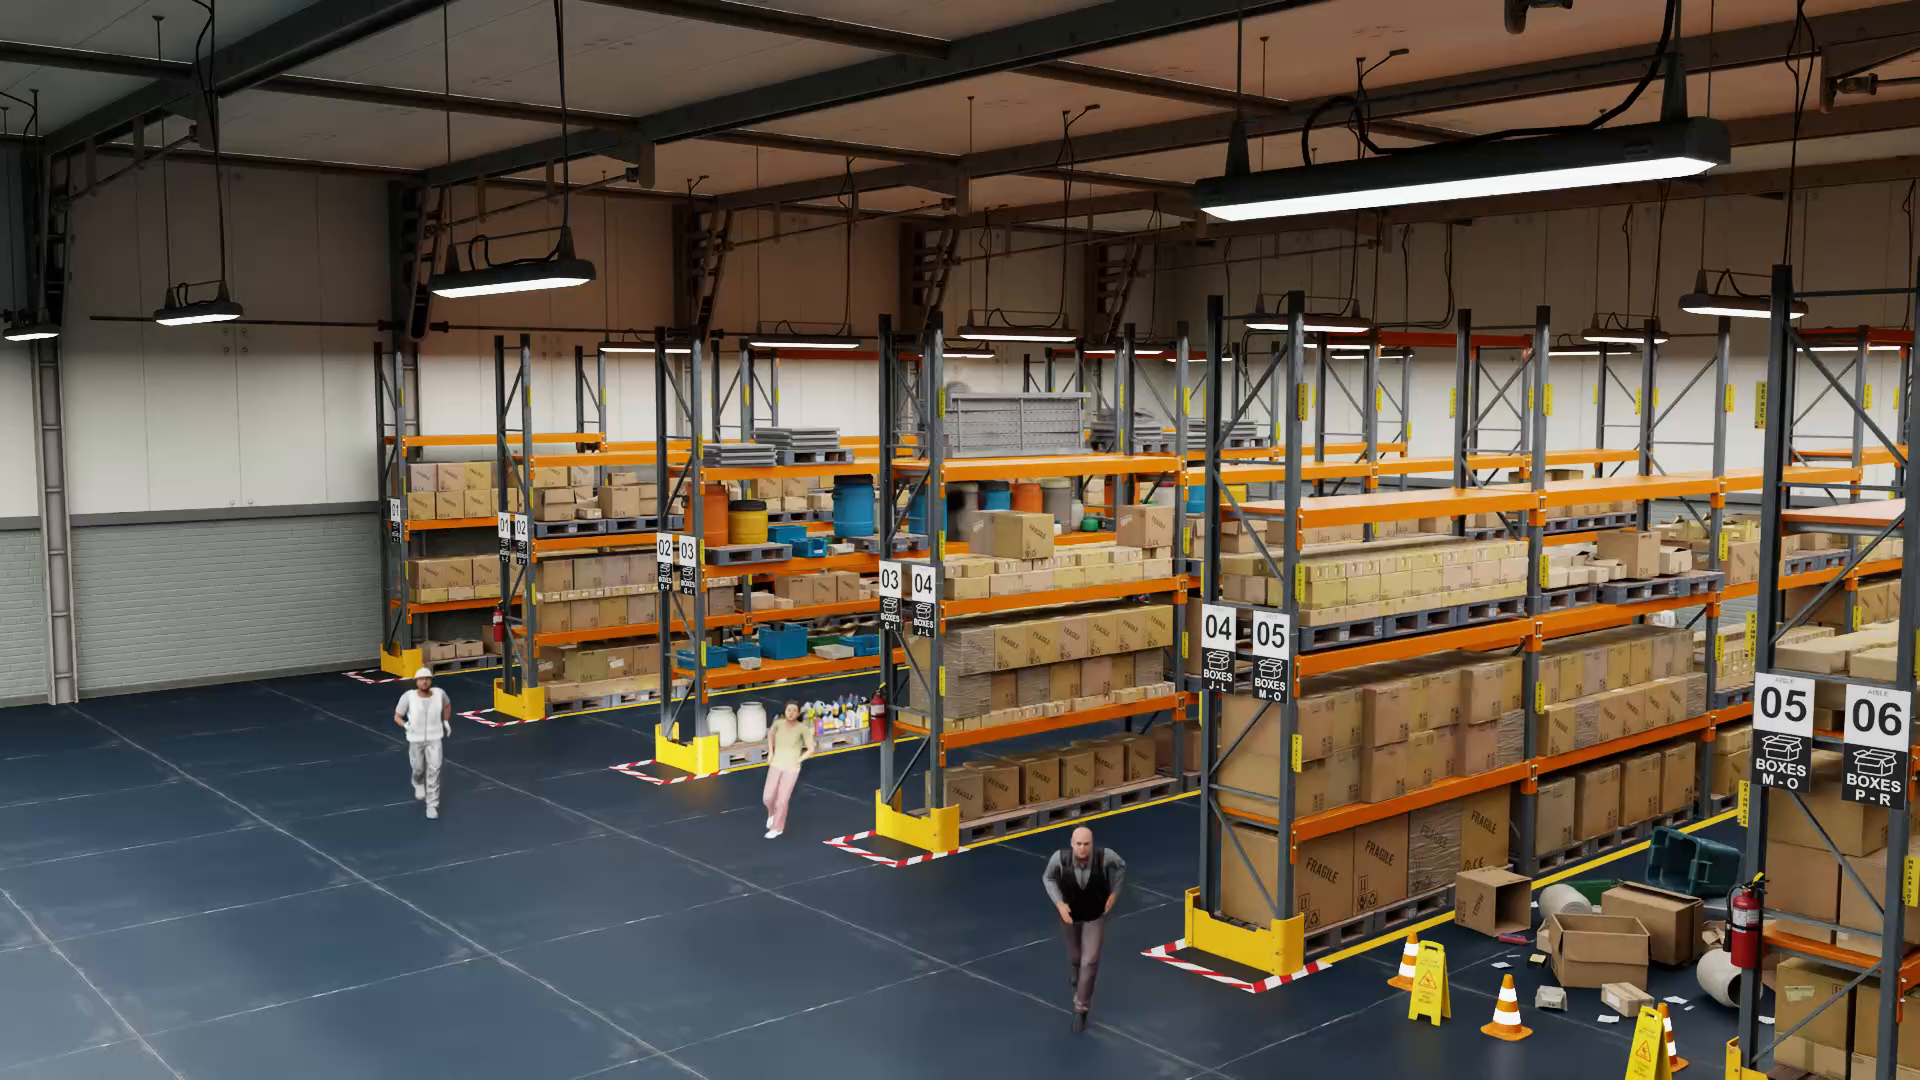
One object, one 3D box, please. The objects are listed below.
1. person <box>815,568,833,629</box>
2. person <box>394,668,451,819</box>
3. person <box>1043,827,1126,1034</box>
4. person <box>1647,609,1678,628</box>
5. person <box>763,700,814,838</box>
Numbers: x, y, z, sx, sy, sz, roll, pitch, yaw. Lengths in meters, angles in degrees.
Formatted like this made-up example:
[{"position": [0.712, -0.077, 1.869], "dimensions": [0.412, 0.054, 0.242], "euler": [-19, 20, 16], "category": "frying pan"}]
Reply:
[{"position": [-2.597, 1.374, 32.633], "dimensions": [0.672, 1.735, 0.814], "euler": [5, 7, 41], "category": "person"}, {"position": [-6.514, 2.431, 20.228], "dimensions": [0.677, 1.776, 0.991], "euler": [-2, 6, -22], "category": "person"}, {"position": [1.022, 3.111, 13.771], "dimensions": [0.686, 1.680, 0.994], "euler": [0, 5, 1], "category": "person"}, {"position": [12.536, 1.667, 29.785], "dimensions": [0.630, 1.638, 0.616], "euler": [-2, 6, -23], "category": "person"}, {"position": [-1.978, 2.625, 19.101], "dimensions": [0.630, 1.622, 0.515], "euler": [1, 5, 13], "category": "person"}]
